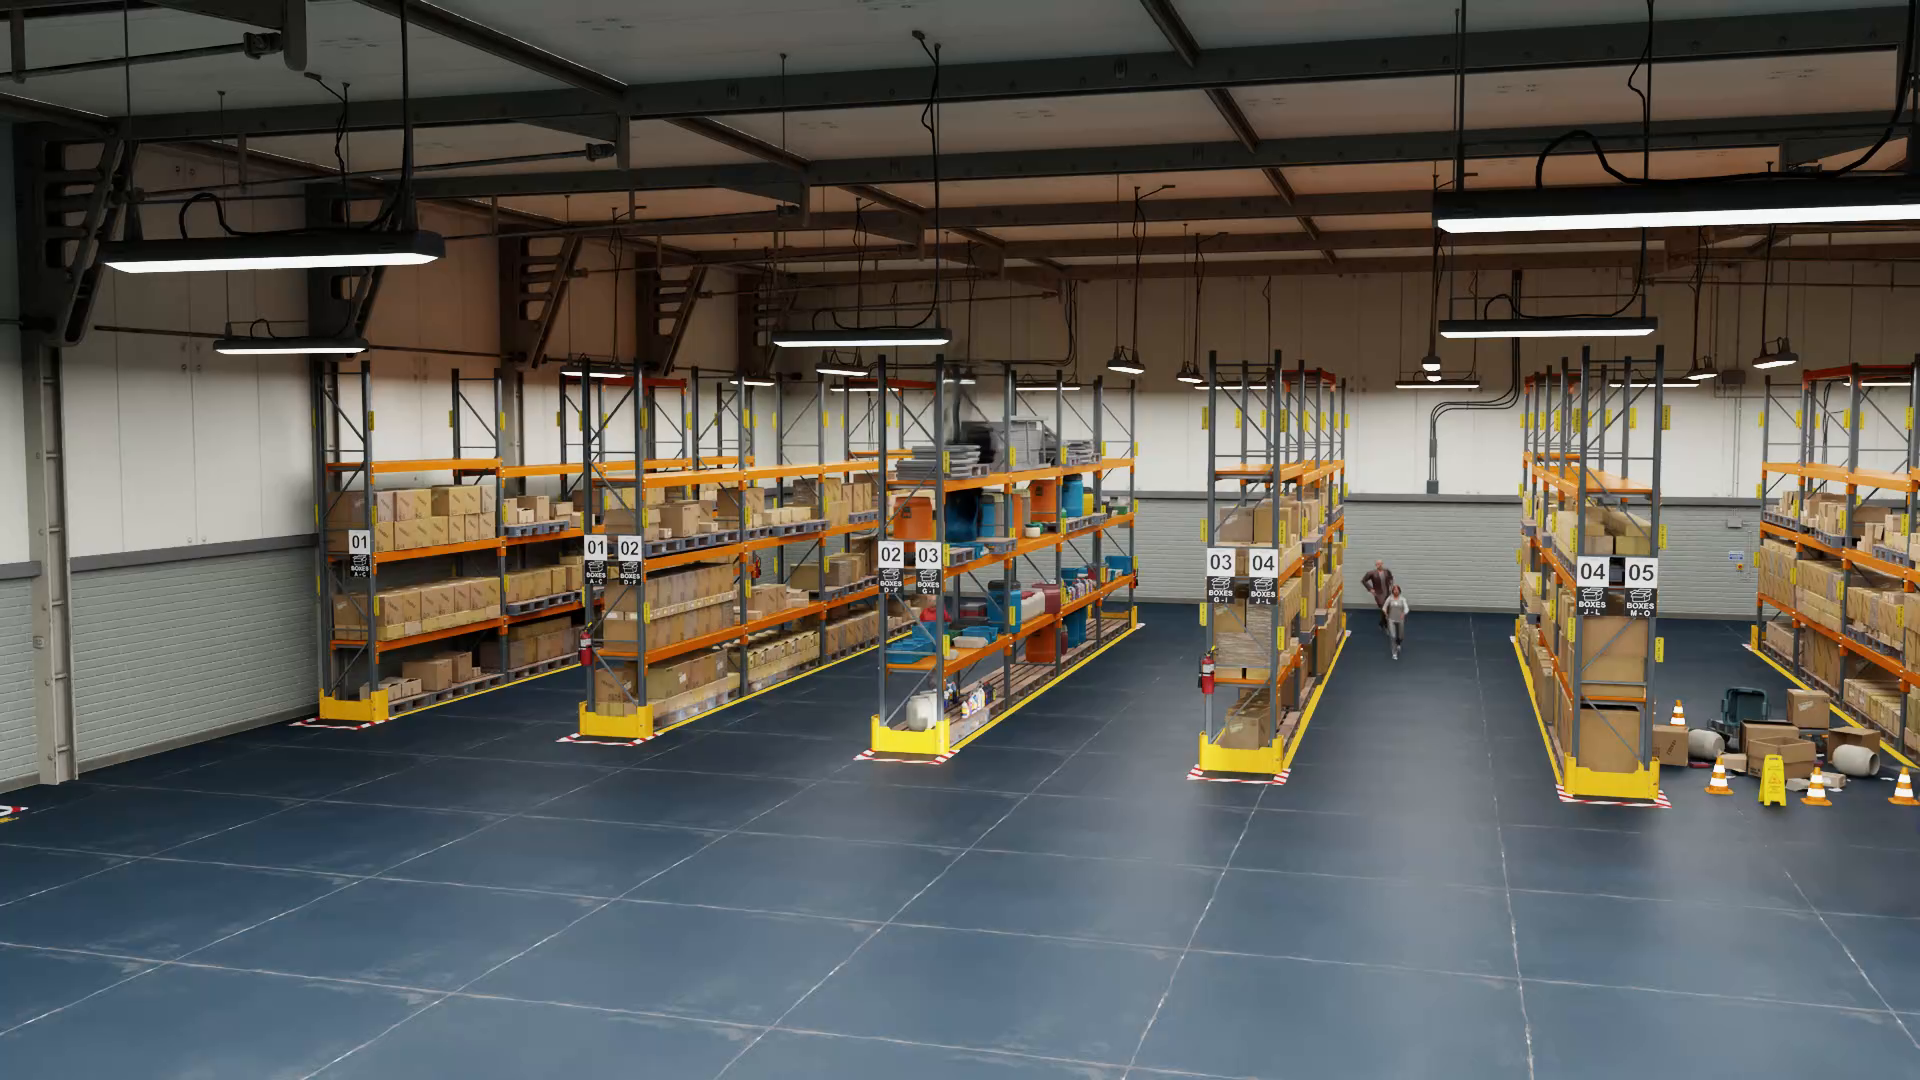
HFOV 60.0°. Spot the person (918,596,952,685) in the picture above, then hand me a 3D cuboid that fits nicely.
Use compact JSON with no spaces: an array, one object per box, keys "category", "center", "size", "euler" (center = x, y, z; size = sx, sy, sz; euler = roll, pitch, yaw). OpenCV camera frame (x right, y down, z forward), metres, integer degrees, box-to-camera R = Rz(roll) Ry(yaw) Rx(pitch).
[{"category":"person","center":[-0.492,1.902,31.831],"size":[0.672,1.687,0.598],"euler":[1,4,13]}]

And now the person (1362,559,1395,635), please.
[{"category":"person","center":[9.891,1.391,39.131],"size":[0.710,1.715,0.783],"euler":[-1,4,-19]}]

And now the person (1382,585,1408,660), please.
[{"category":"person","center":[9.176,1.721,35.071],"size":[0.539,1.551,0.622],"euler":[1,4,12]}]
